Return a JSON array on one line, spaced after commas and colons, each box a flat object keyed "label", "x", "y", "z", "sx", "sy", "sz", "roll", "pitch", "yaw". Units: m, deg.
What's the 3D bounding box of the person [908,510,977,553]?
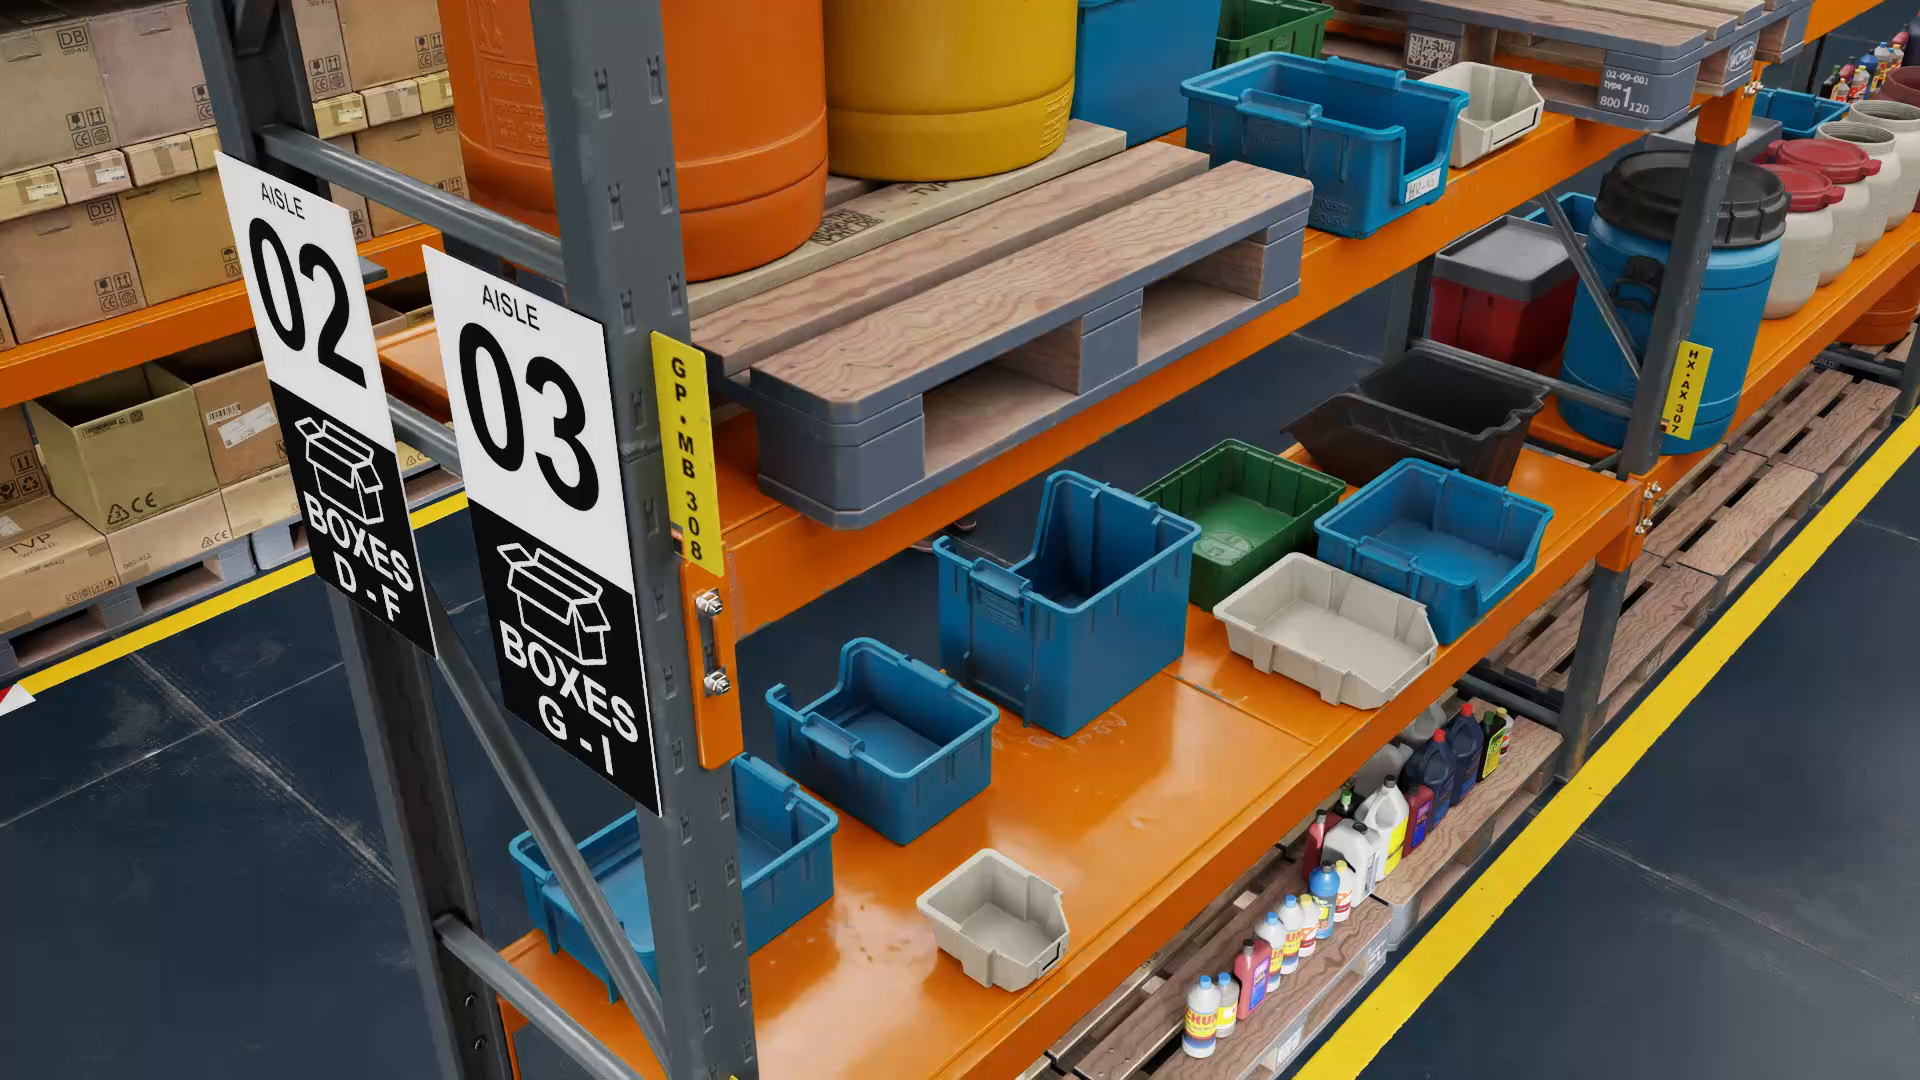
[{"label": "person", "x": -0.131, "y": -0.720, "z": 7.328, "sx": 0.350, "sy": 1.641, "sz": 0.524, "roll": 24, "pitch": 39, "yaw": 34}]
